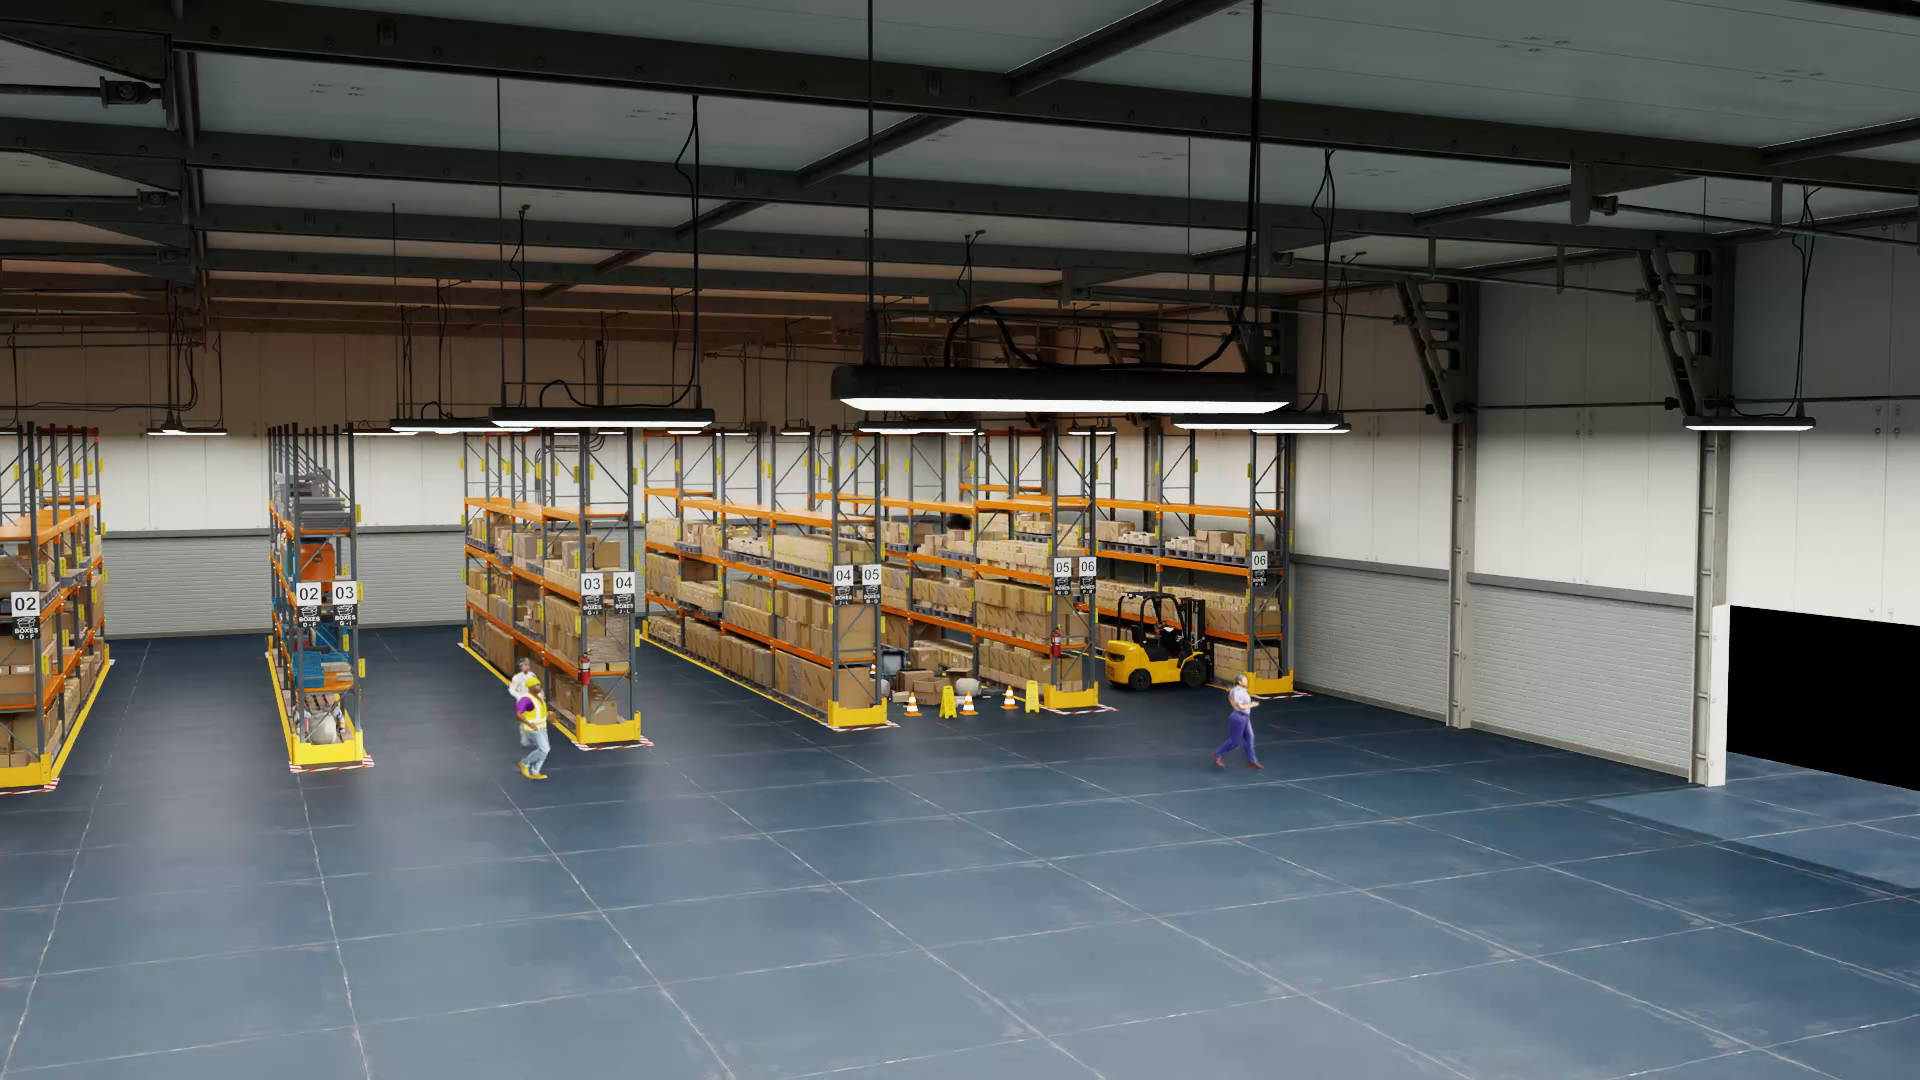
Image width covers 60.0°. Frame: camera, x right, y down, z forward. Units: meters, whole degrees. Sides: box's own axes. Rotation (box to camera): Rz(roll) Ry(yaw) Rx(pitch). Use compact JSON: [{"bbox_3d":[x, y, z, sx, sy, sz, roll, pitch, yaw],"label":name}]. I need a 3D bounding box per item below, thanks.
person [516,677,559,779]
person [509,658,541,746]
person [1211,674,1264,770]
[{"bbox_3d":[-7.078,3.155,27.843,0.594,1.719,0.695,1,4,9],"label":"person"},{"bbox_3d":[-8.079,3.001,30.951,0.560,1.644,0.668,3,5,45],"label":"person"},{"bbox_3d":[4.798,3.127,28.671,0.903,1.654,0.632,1,4,18],"label":"person"}]
